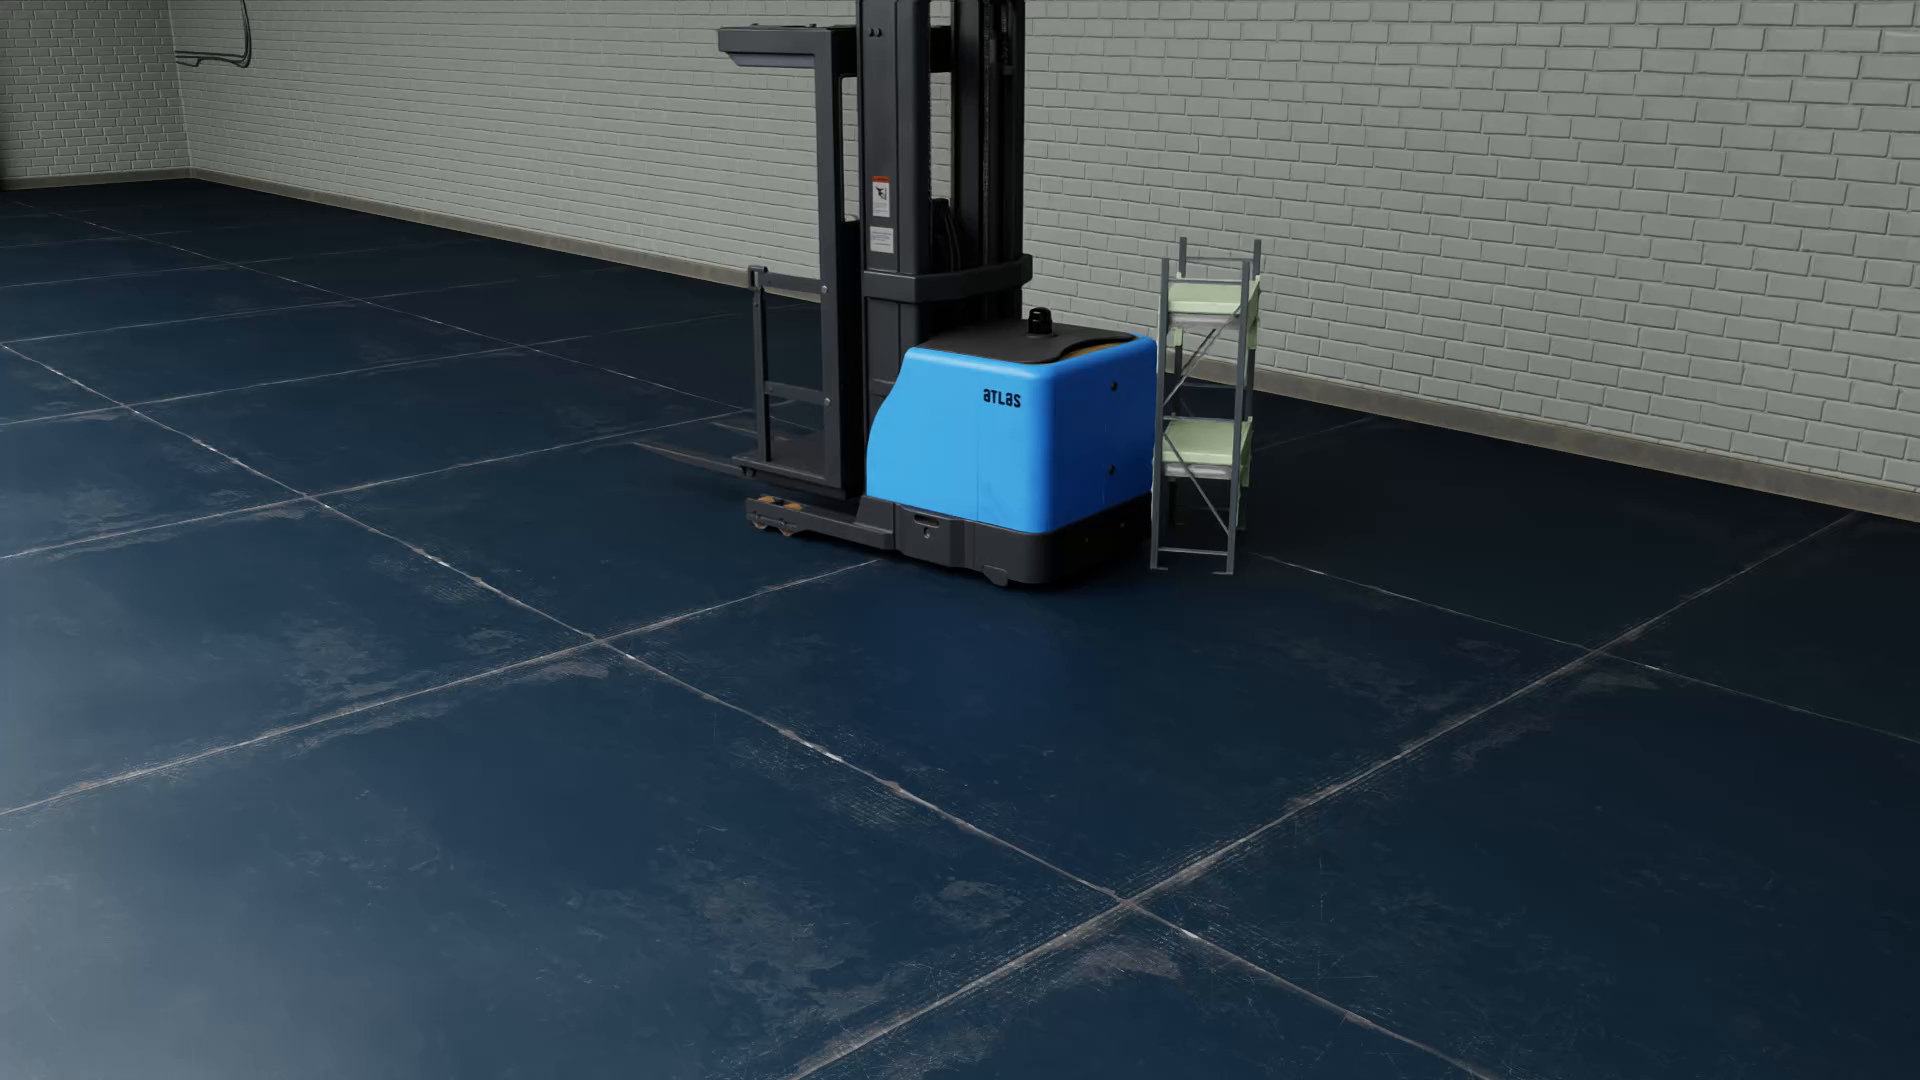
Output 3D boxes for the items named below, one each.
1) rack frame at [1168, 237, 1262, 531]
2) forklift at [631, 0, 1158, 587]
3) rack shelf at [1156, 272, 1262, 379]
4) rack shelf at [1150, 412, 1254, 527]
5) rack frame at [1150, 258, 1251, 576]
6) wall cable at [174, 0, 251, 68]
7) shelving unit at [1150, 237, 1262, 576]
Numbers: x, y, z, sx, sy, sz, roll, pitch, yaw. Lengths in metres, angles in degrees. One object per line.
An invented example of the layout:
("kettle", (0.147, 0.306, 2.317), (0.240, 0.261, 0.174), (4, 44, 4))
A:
("rack frame", (1.289, -0.780, 8.460), (0.400, 1.500, 0.023), (4, 18, 13))
("forklift", (-0.489, -1.528, 8.446), (3.031, 2.935, 1.130), (14, 23, 37))
("rack shelf", (1.203, -1.042, 8.001), (0.431, 0.370, 0.720), (4, 18, 13))
("rack shelf", (1.203, -0.360, 8.222), (0.431, 0.370, 0.720), (4, 18, 13))
("rack frame", (1.117, -0.561, 7.783), (0.400, 1.500, 0.023), (4, 18, 13))
("wall cable", (-10.971, -8.110, 23.943), (0.112, 2.526, 3.097), (-16, 24, -41))
("shelving unit", (1.203, -0.671, 8.121), (0.431, 1.500, 0.755), (4, 18, 13))
